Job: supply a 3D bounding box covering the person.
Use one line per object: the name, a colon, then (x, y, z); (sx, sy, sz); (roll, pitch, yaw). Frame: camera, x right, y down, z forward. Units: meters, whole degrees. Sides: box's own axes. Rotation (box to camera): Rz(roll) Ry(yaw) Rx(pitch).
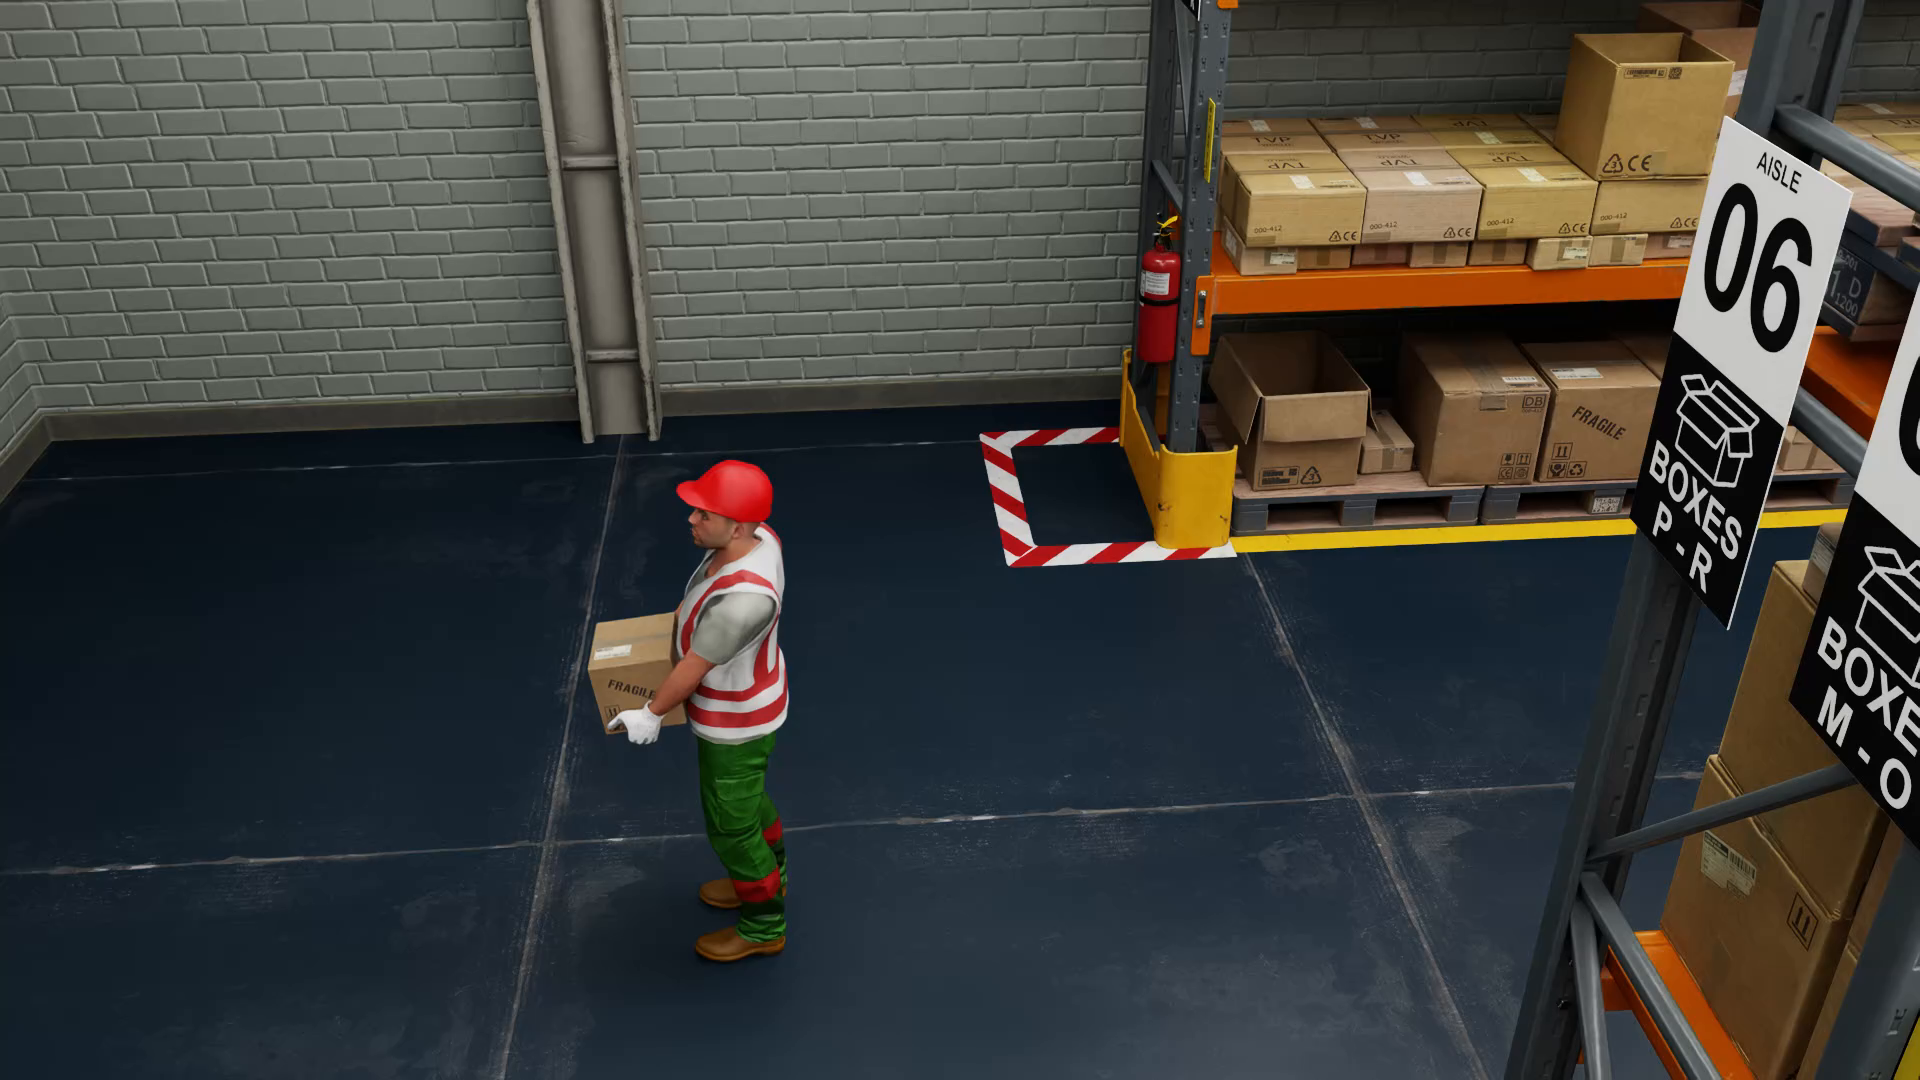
person: (-0.803, 0.548, 5.194); (0.555, 1.784, 0.494); (-2, 31, -4)
